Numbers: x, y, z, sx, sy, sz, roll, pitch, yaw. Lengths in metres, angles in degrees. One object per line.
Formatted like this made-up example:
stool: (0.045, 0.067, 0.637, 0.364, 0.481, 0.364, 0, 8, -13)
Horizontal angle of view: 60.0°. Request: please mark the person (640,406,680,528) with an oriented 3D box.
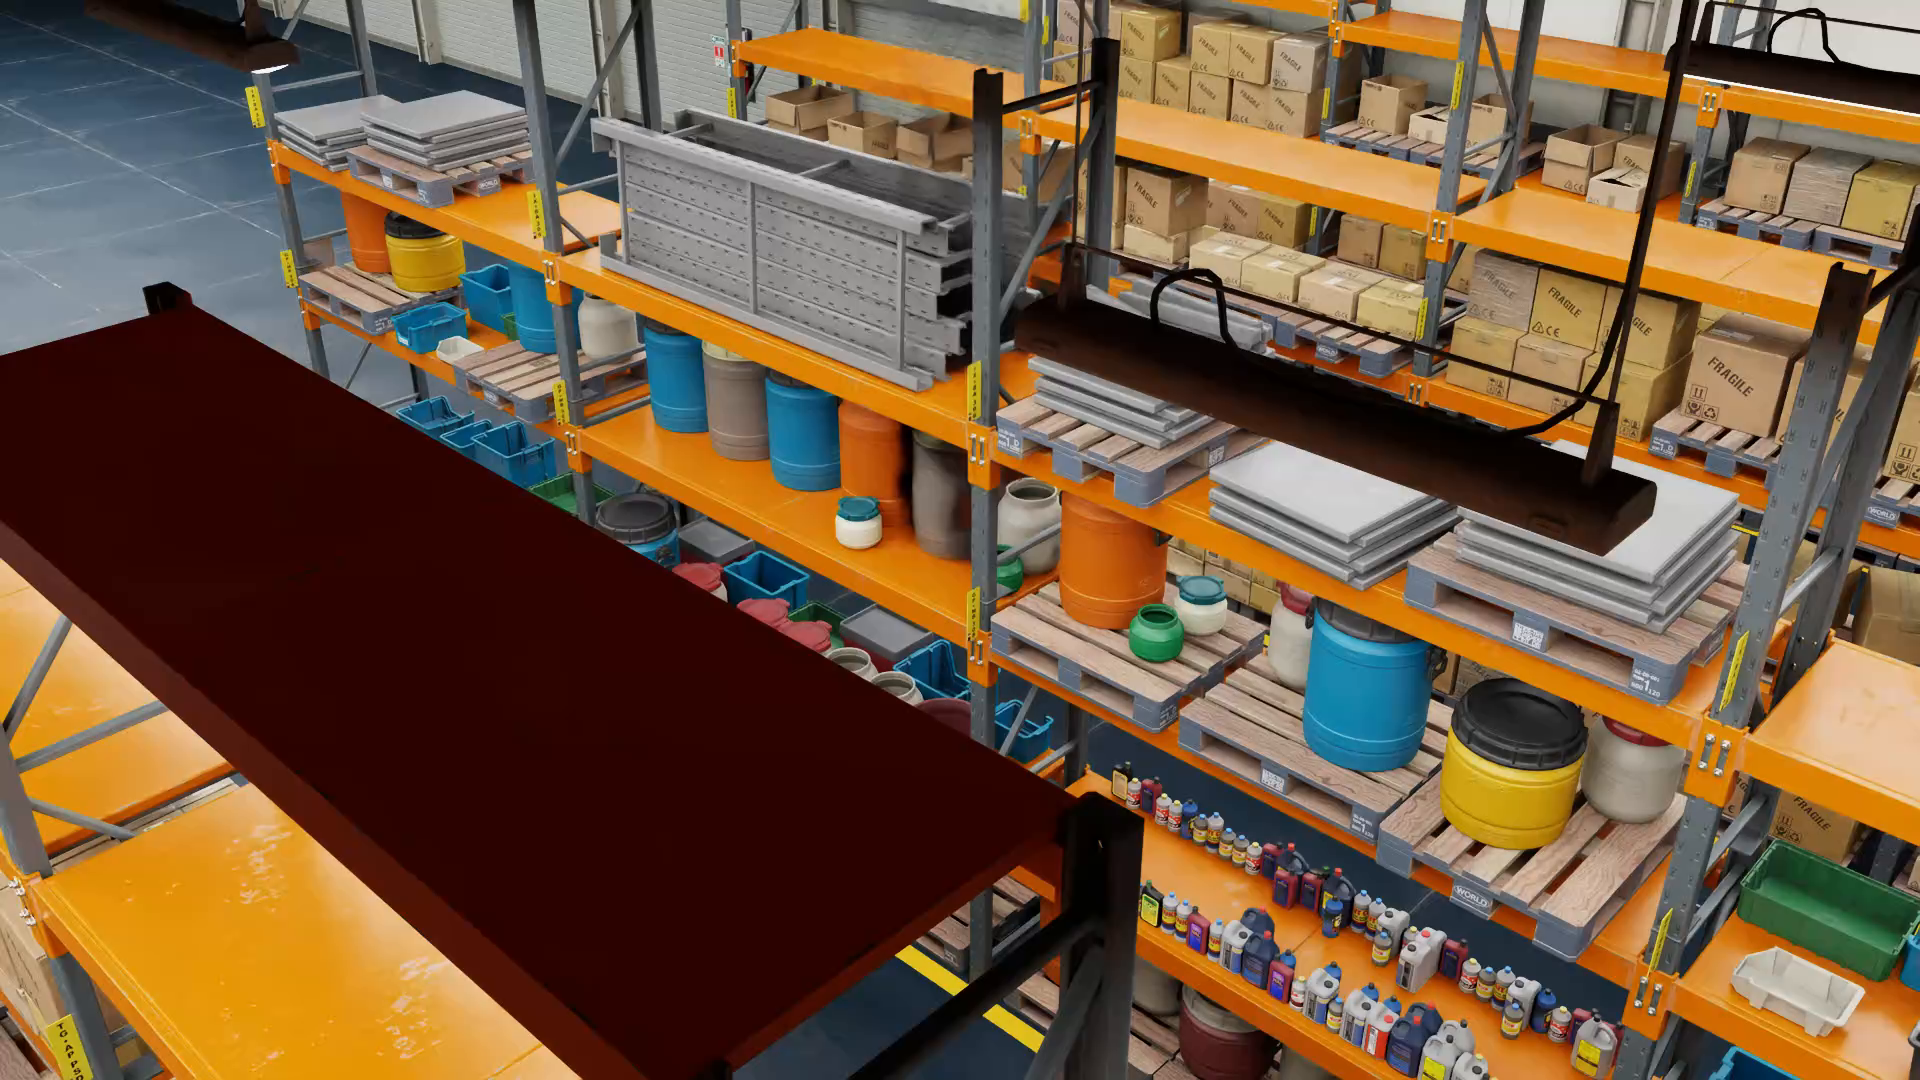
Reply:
person: (-2.827, -0.554, 15.627, 0.679, 1.548, 0.569, 19, 35, 30)
